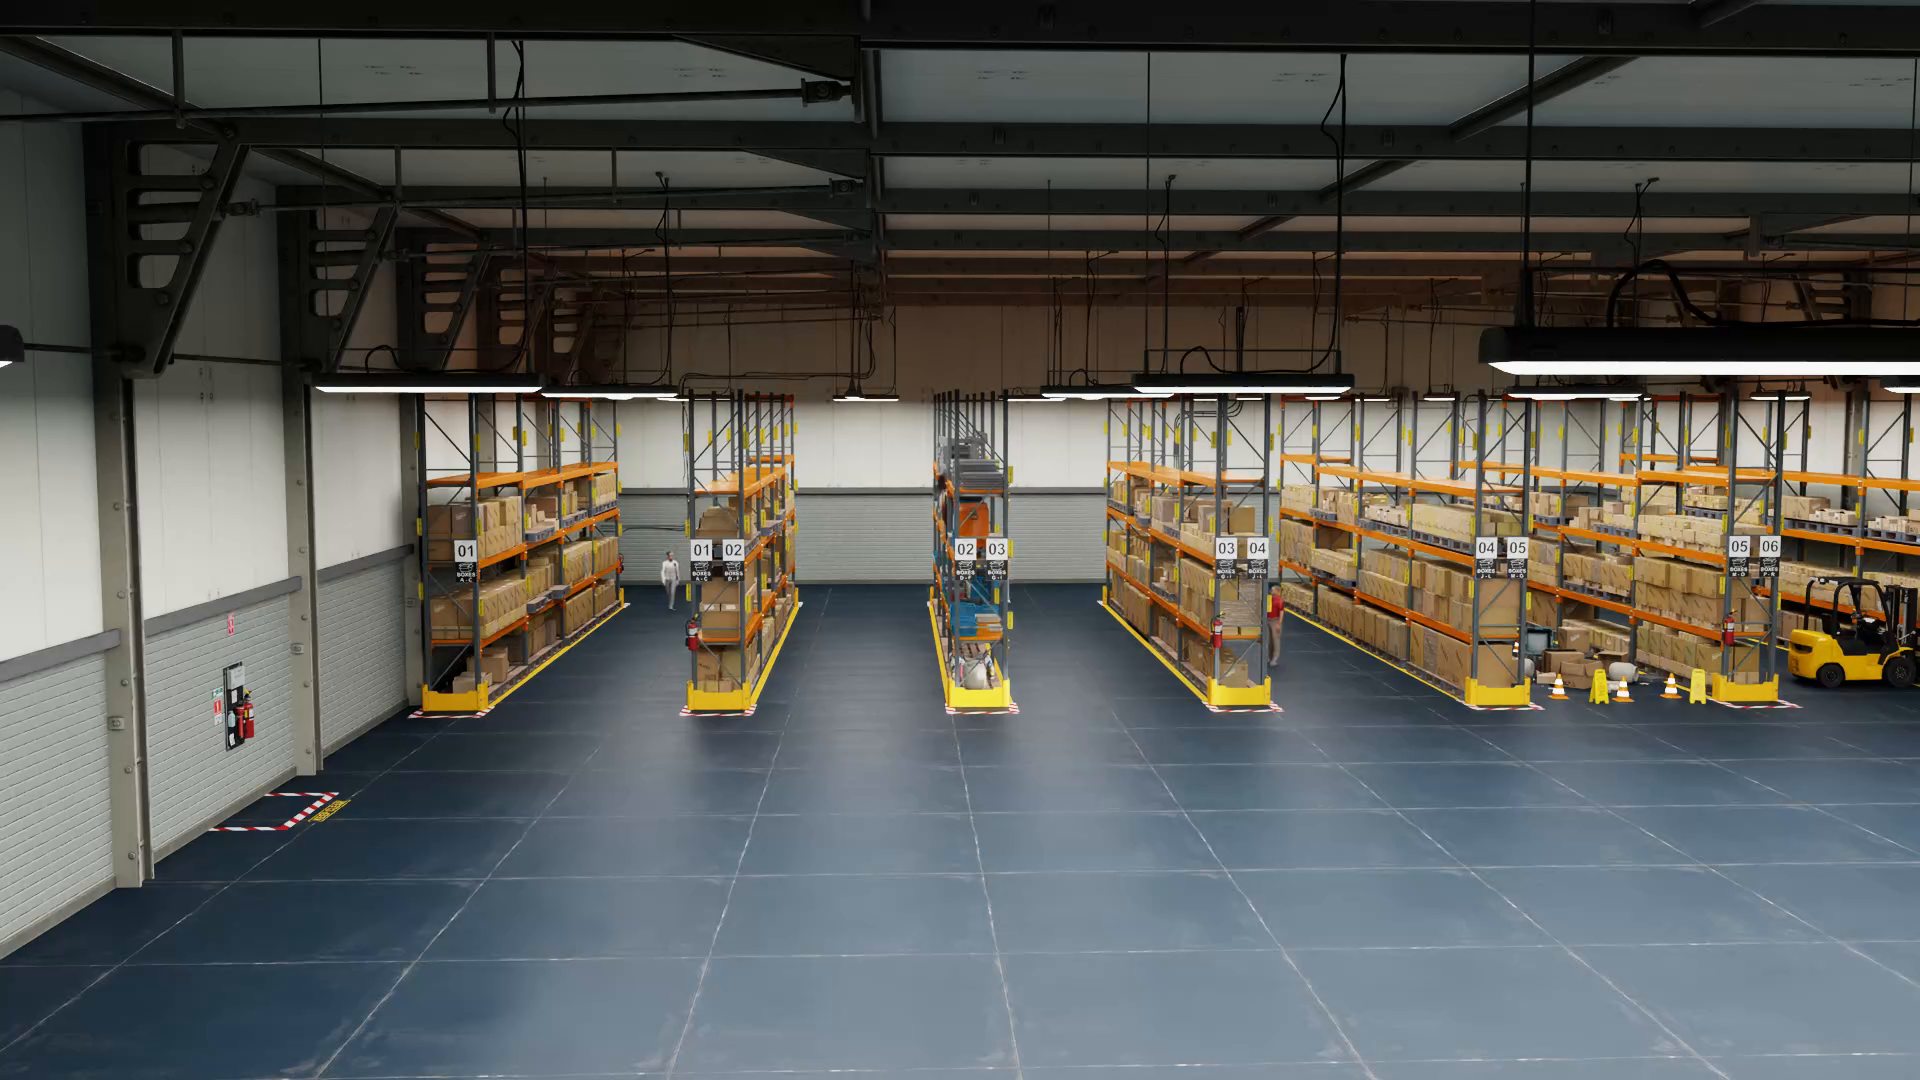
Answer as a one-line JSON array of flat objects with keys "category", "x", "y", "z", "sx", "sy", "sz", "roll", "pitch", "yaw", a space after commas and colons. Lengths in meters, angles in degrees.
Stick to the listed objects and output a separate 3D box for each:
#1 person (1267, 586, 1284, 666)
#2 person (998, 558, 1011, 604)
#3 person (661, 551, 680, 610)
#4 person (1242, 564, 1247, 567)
[{"category": "person", "x": 6.886, "y": 1.882, "z": 36.704, "sx": 0.537, "sy": 1.743, "sz": 0.551, "roll": -5, "pitch": 7, "yaw": -45}, {"category": "person", "x": 1.239, "y": 1.010, "z": 47.850, "sx": 0.498, "sy": 1.630, "sz": 0.957, "roll": -1, "pitch": 5, "yaw": -13}, {"category": "person", "x": -8.086, "y": 1.115, "z": 46.431, "sx": 0.471, "sy": 1.641, "sz": 0.962, "roll": 0, "pitch": 5, "yaw": 4}, {"category": "person", "x": 8.283, "y": 0.870, "z": 48.534, "sx": 0.539, "sy": 1.764, "sz": 0.628, "roll": -2, "pitch": 5, "yaw": -26}]
